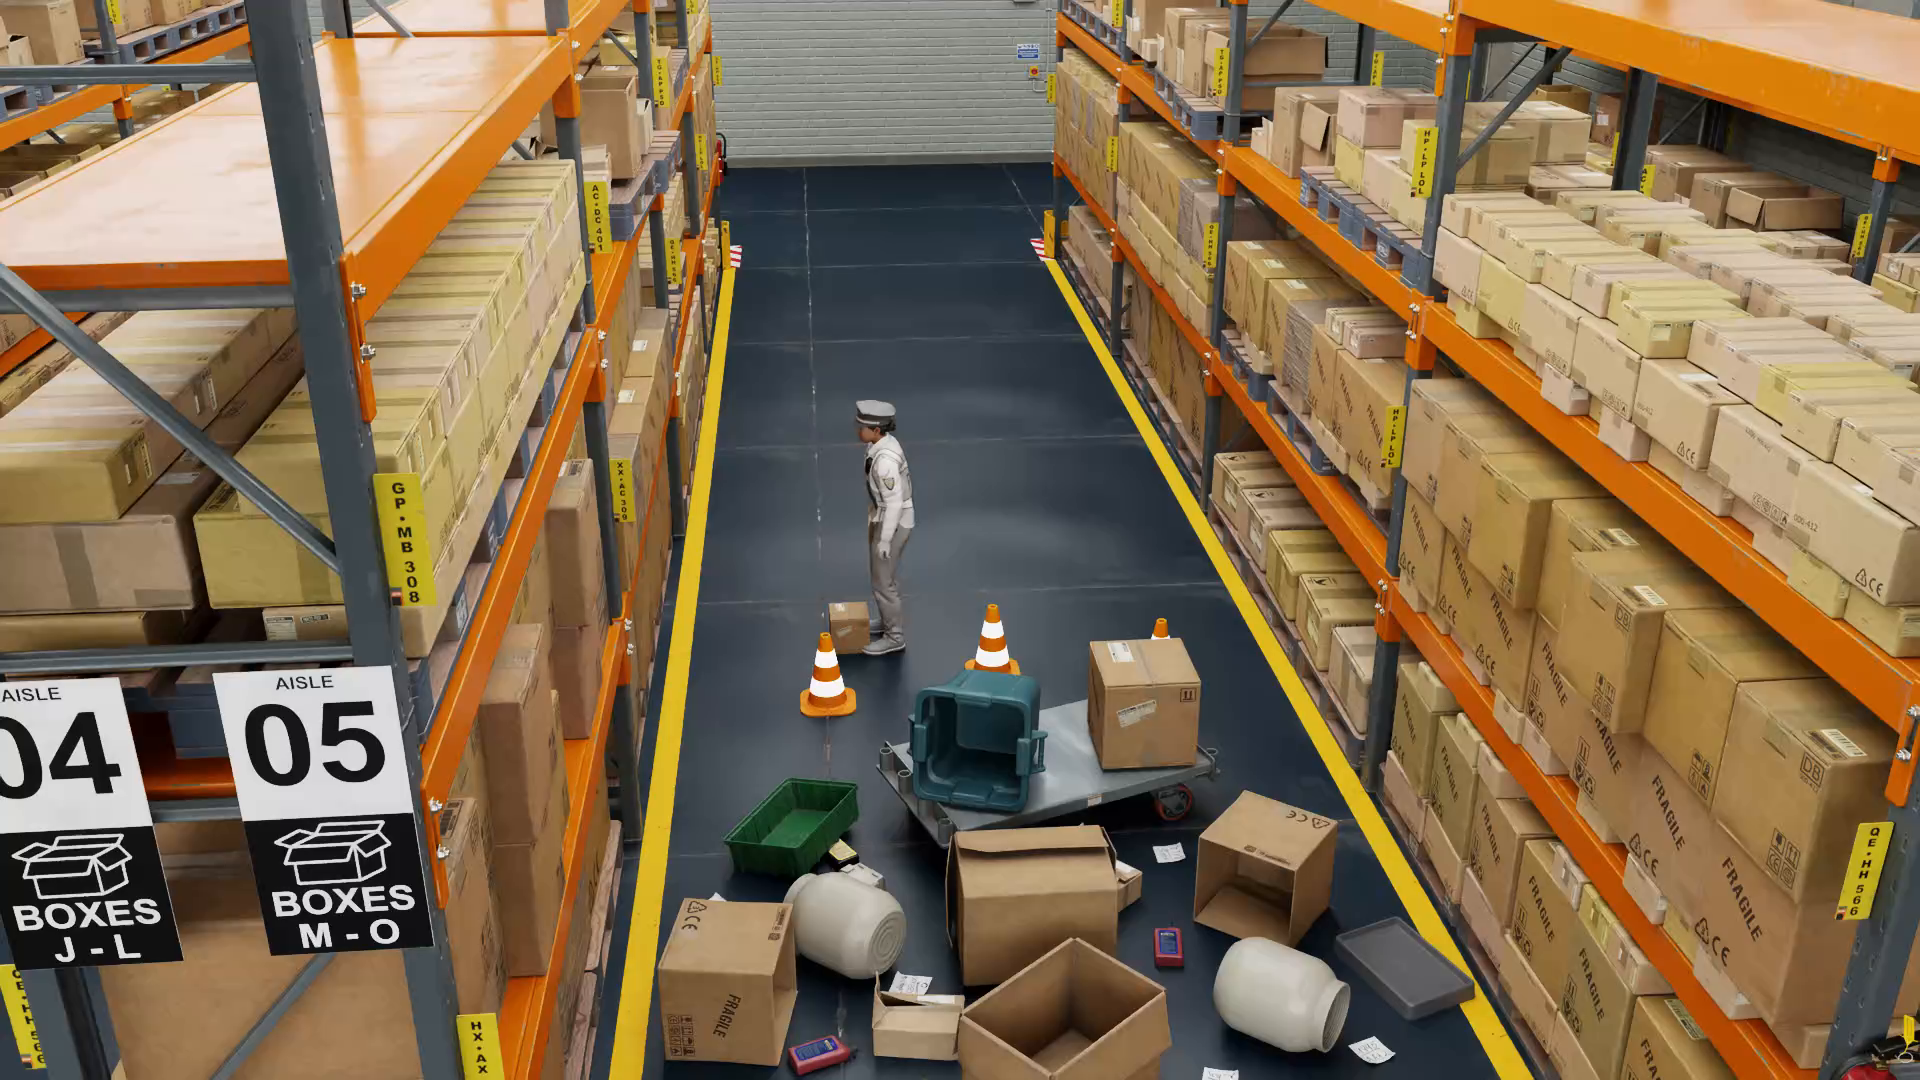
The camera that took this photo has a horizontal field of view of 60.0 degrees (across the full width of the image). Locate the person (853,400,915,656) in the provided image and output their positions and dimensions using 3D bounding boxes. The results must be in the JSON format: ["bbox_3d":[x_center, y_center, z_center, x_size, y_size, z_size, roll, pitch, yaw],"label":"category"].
[{"bbox_3d":[-0.476,-0.087,10.493,0.371,1.666,0.547,-4,24,-8],"label":"person"}]
